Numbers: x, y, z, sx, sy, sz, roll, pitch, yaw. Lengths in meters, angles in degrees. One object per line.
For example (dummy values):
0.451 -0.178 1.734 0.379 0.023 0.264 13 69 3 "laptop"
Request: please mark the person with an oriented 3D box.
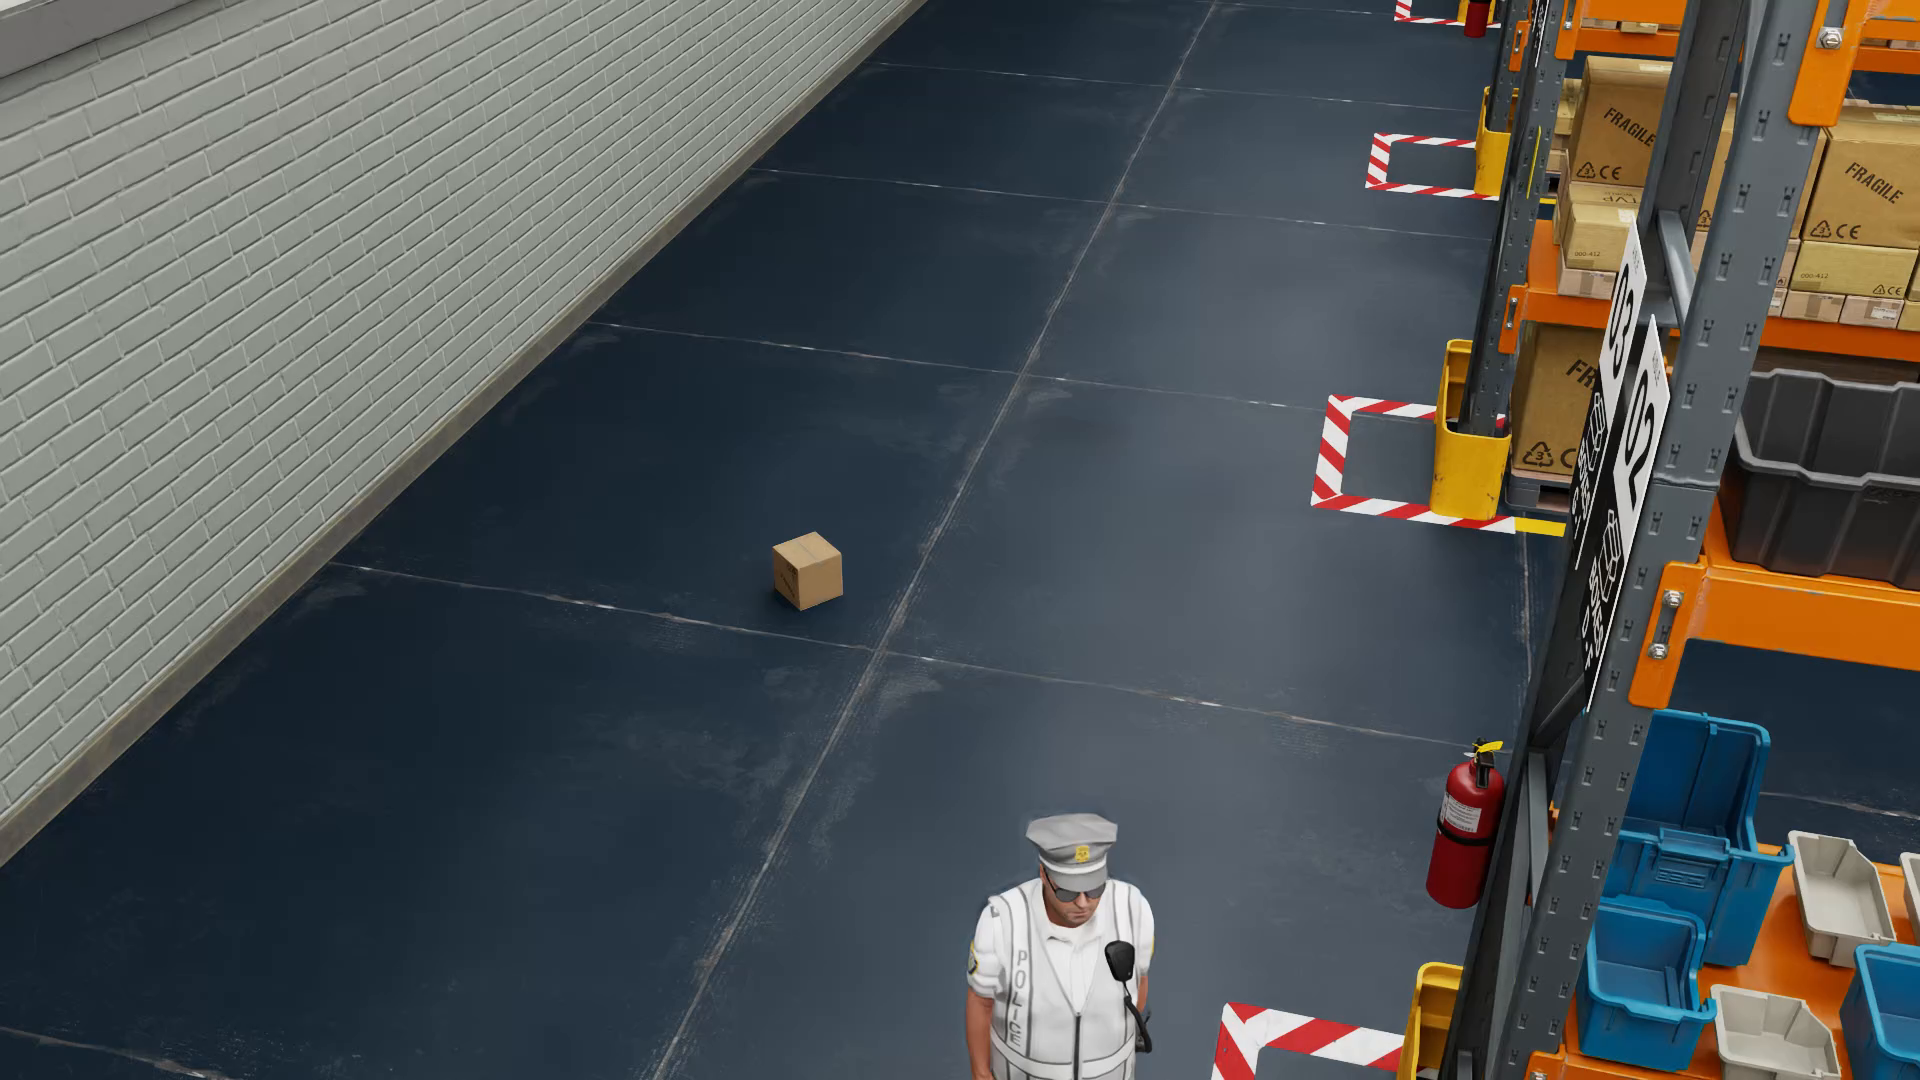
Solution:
0.274 1.448 4.818 0.534 1.756 0.675 -4 33 -7 "person"
